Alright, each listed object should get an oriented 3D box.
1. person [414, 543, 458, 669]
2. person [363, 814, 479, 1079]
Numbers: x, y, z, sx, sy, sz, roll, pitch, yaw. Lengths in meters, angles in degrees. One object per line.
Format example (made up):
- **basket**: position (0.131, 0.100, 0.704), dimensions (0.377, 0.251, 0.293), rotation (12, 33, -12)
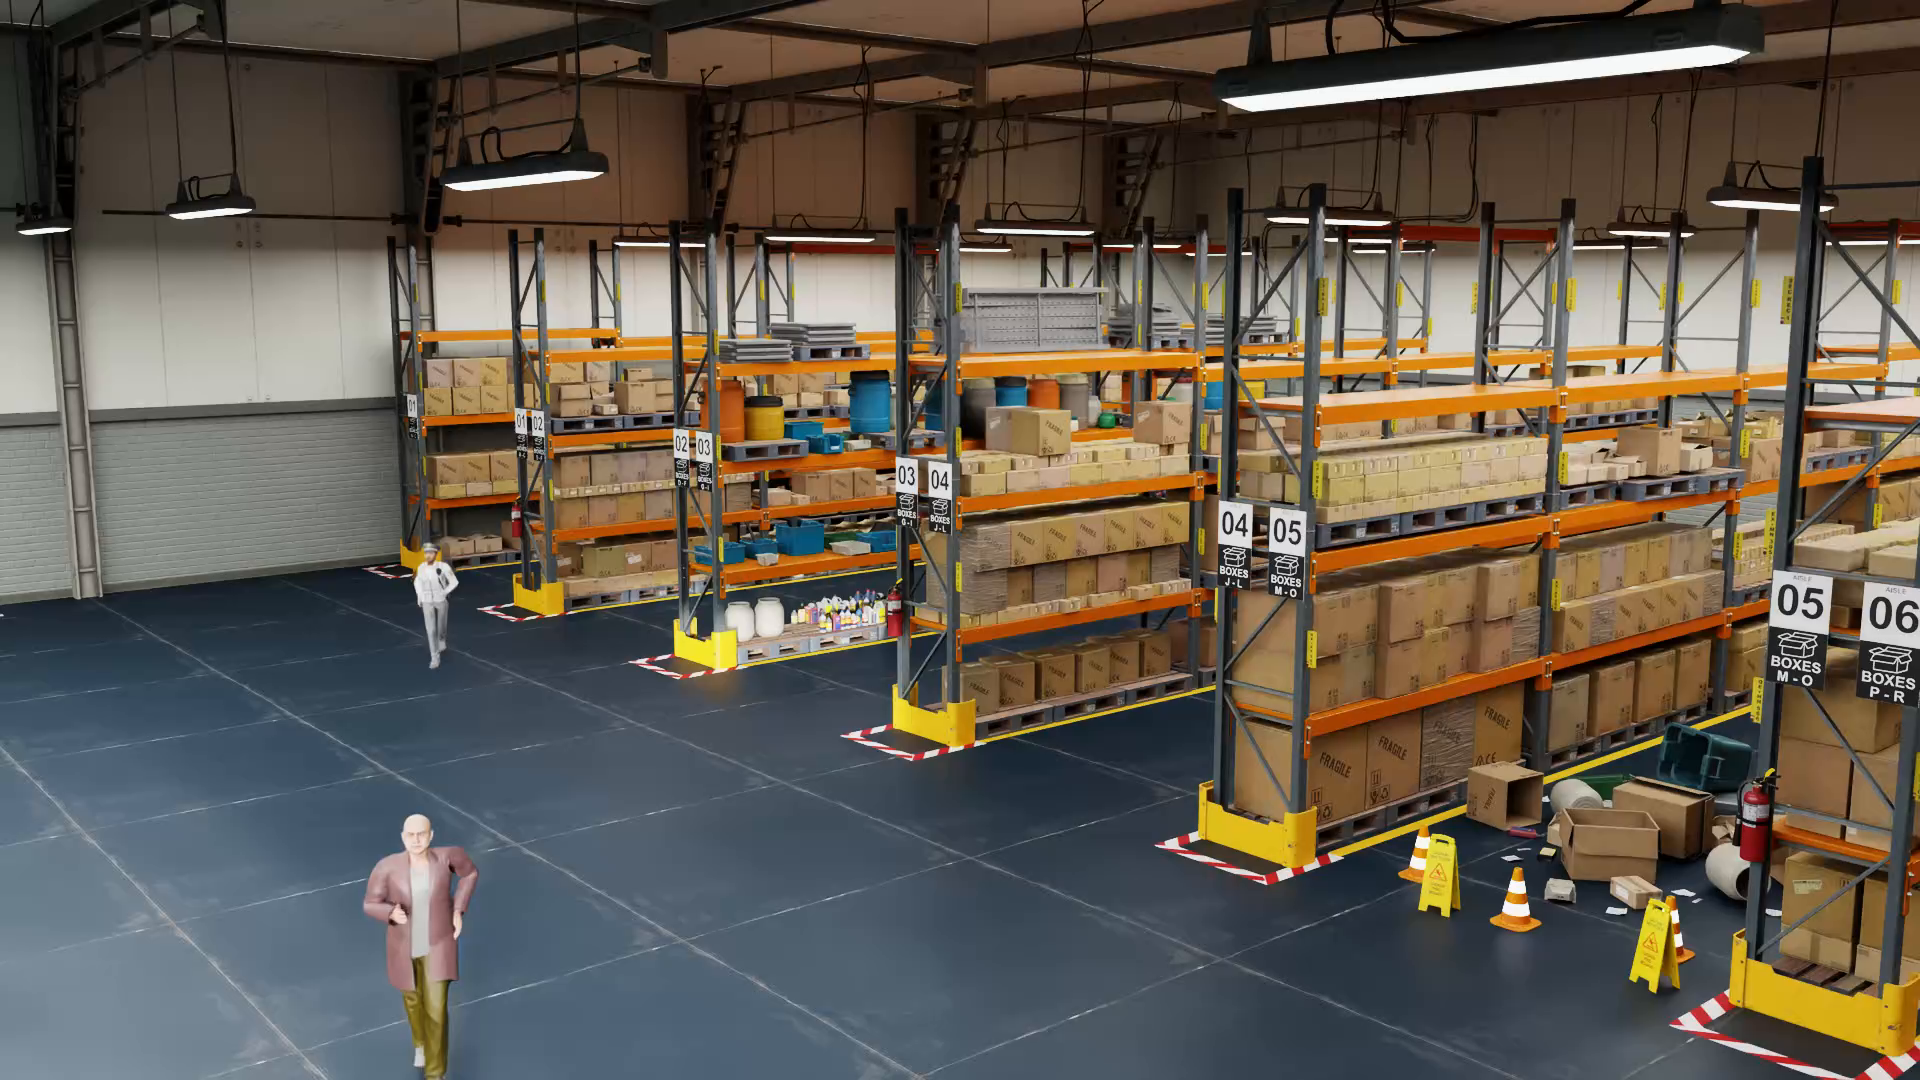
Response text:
- **person**: position (-7.172, 0.861, 22.769), dimensions (0.611, 1.696, 0.756), rotation (-1, 9, -6)
- **person**: position (-3.462, 2.655, 10.731), dimensions (0.699, 1.837, 0.811), rotation (-2, 9, -12)
